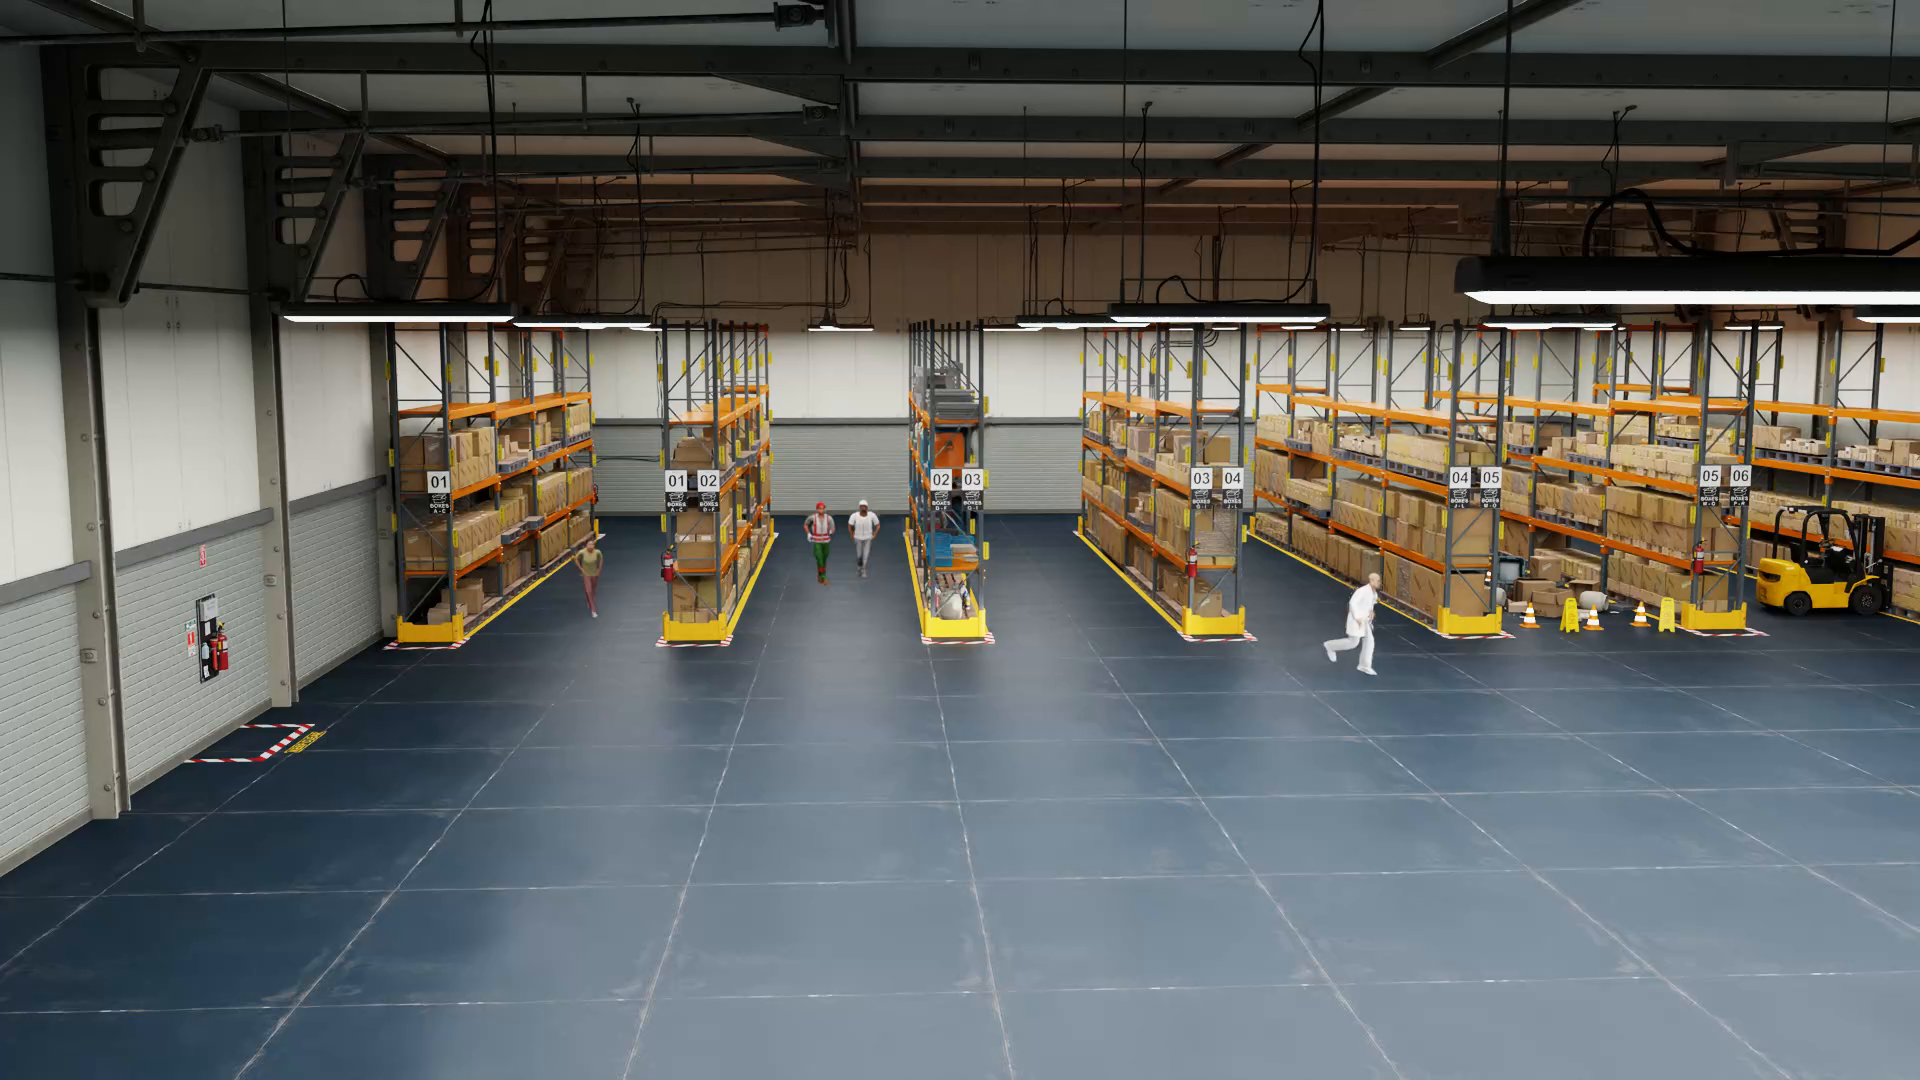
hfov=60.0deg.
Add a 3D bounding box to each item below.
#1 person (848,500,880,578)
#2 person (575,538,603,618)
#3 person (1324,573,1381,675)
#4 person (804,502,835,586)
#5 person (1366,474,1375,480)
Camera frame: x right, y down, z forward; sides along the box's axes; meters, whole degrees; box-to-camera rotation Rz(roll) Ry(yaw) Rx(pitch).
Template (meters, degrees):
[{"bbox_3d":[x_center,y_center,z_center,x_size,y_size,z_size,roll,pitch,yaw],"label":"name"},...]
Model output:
[{"bbox_3d":[-2.146,-0.029,37.327,0.719,1.748,0.528,0,7,-3],"label":"person"},{"bbox_3d":[-7.598,0.736,34.056,0.566,1.620,0.888,-2,7,-17],"label":"person"},{"bbox_3d":[6.704,1.455,28.378,0.977,1.630,0.722,4,8,31],"label":"person"},{"bbox_3d":[-3.032,0.075,36.234,0.663,1.831,0.854,-2,7,-18],"label":"person"},{"bbox_3d":[12.383,-1.321,50.352,0.726,1.711,0.532,-4,8,-26],"label":"person"}]
